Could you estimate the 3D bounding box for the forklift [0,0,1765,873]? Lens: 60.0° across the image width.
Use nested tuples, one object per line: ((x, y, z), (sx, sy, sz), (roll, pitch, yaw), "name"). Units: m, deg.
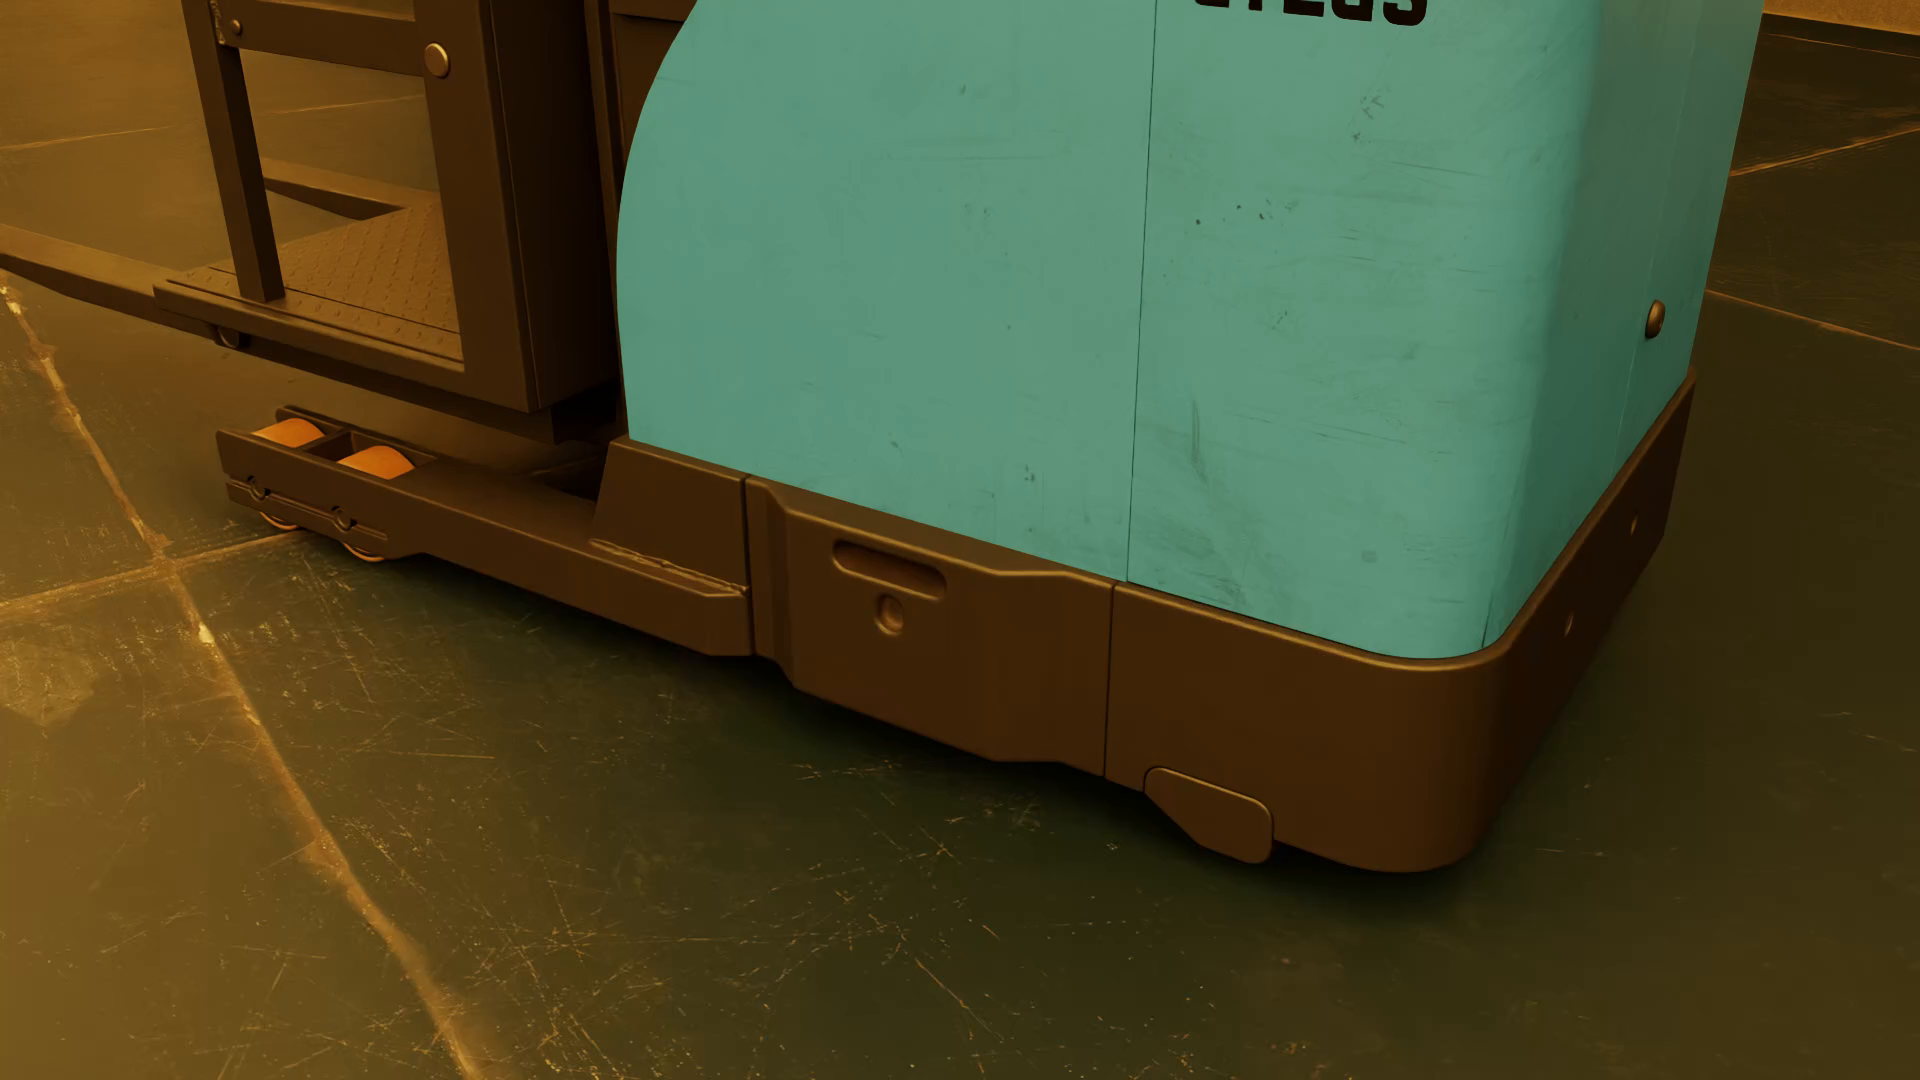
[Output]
((-0.511, -1.459, 2.139), (3.031, 2.935, 1.130), (16, 31, 29), "forklift")
